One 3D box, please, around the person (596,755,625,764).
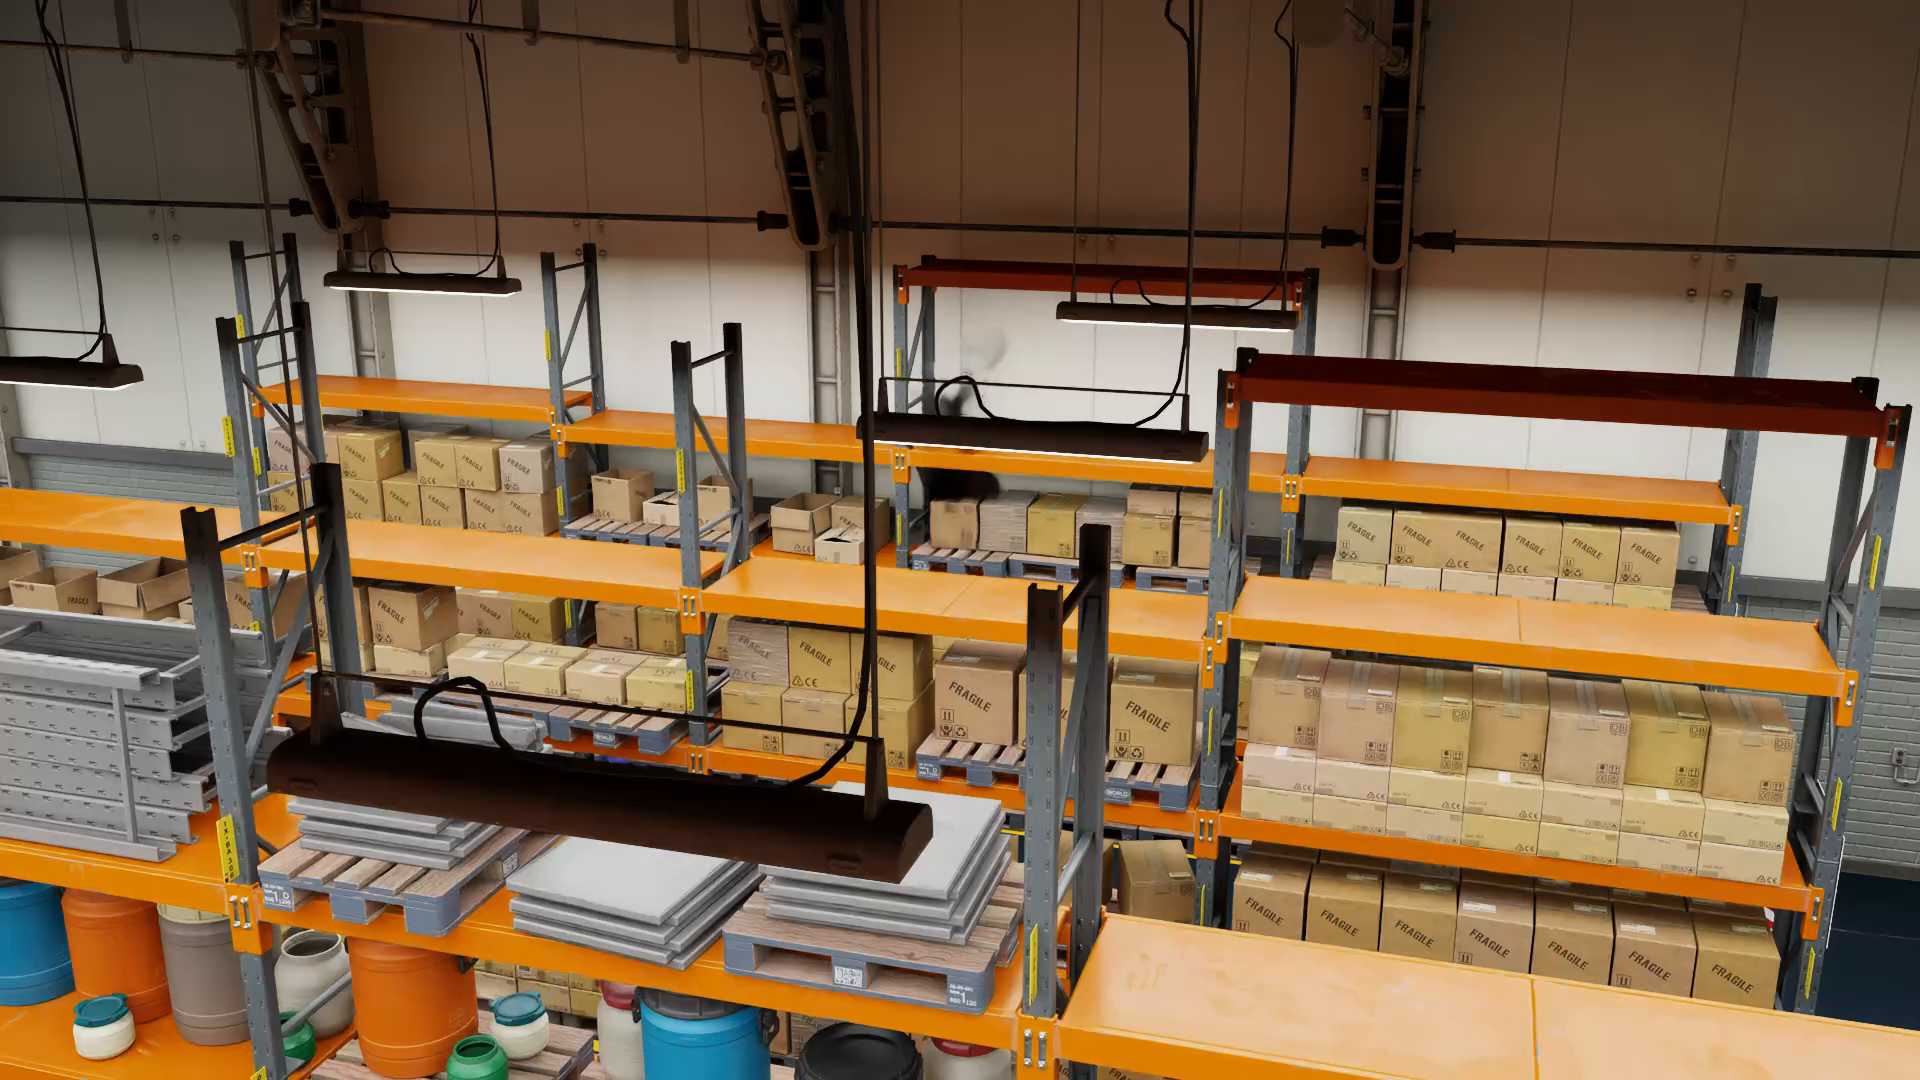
[{"bbox_3d":[-3.335,2.634,15.850,0.695,1.738,0.572,4,17,14],"label":"person"}]
